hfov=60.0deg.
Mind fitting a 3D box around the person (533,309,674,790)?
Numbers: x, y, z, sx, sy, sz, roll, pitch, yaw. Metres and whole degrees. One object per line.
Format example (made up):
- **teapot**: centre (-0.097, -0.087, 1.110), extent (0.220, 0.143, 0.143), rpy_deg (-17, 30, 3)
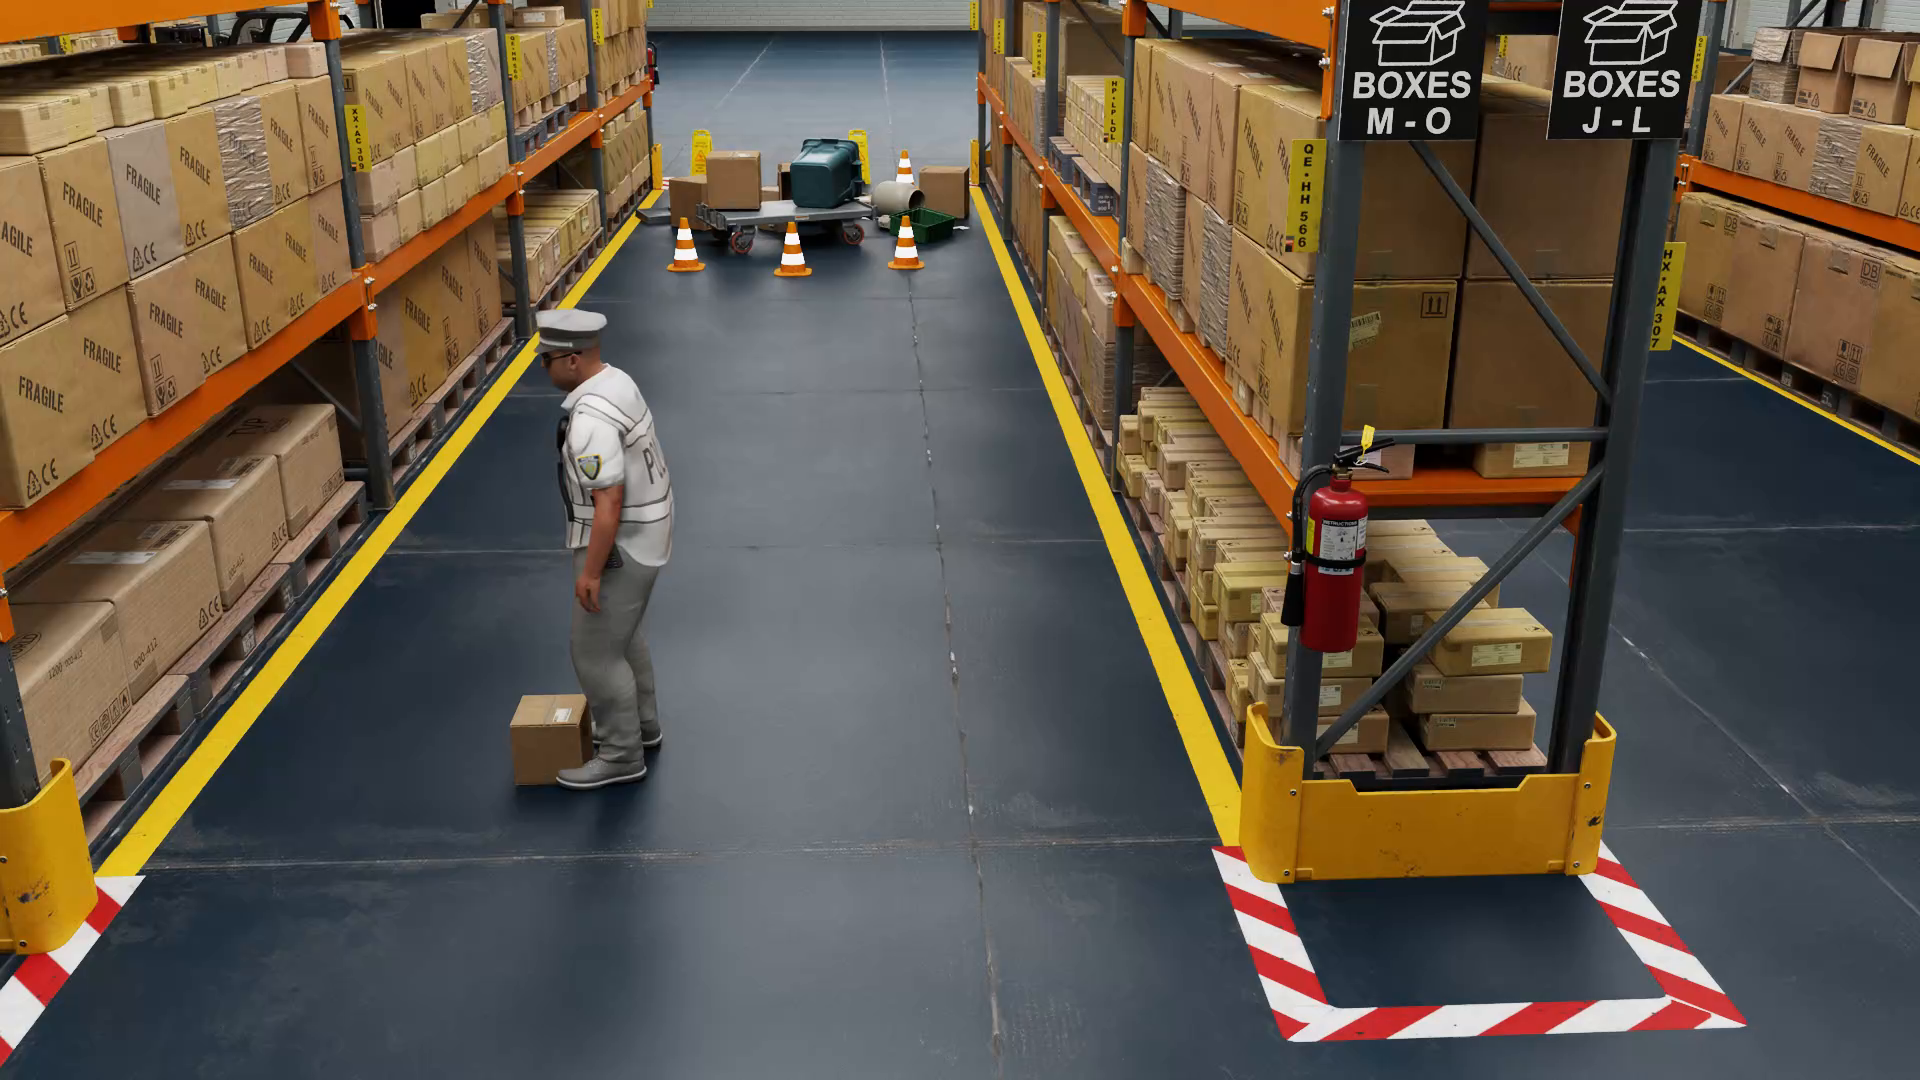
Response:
- **person**: centre (-1.263, 0.032, 5.979), extent (0.470, 1.747, 0.586), rpy_deg (-1, 20, -3)
